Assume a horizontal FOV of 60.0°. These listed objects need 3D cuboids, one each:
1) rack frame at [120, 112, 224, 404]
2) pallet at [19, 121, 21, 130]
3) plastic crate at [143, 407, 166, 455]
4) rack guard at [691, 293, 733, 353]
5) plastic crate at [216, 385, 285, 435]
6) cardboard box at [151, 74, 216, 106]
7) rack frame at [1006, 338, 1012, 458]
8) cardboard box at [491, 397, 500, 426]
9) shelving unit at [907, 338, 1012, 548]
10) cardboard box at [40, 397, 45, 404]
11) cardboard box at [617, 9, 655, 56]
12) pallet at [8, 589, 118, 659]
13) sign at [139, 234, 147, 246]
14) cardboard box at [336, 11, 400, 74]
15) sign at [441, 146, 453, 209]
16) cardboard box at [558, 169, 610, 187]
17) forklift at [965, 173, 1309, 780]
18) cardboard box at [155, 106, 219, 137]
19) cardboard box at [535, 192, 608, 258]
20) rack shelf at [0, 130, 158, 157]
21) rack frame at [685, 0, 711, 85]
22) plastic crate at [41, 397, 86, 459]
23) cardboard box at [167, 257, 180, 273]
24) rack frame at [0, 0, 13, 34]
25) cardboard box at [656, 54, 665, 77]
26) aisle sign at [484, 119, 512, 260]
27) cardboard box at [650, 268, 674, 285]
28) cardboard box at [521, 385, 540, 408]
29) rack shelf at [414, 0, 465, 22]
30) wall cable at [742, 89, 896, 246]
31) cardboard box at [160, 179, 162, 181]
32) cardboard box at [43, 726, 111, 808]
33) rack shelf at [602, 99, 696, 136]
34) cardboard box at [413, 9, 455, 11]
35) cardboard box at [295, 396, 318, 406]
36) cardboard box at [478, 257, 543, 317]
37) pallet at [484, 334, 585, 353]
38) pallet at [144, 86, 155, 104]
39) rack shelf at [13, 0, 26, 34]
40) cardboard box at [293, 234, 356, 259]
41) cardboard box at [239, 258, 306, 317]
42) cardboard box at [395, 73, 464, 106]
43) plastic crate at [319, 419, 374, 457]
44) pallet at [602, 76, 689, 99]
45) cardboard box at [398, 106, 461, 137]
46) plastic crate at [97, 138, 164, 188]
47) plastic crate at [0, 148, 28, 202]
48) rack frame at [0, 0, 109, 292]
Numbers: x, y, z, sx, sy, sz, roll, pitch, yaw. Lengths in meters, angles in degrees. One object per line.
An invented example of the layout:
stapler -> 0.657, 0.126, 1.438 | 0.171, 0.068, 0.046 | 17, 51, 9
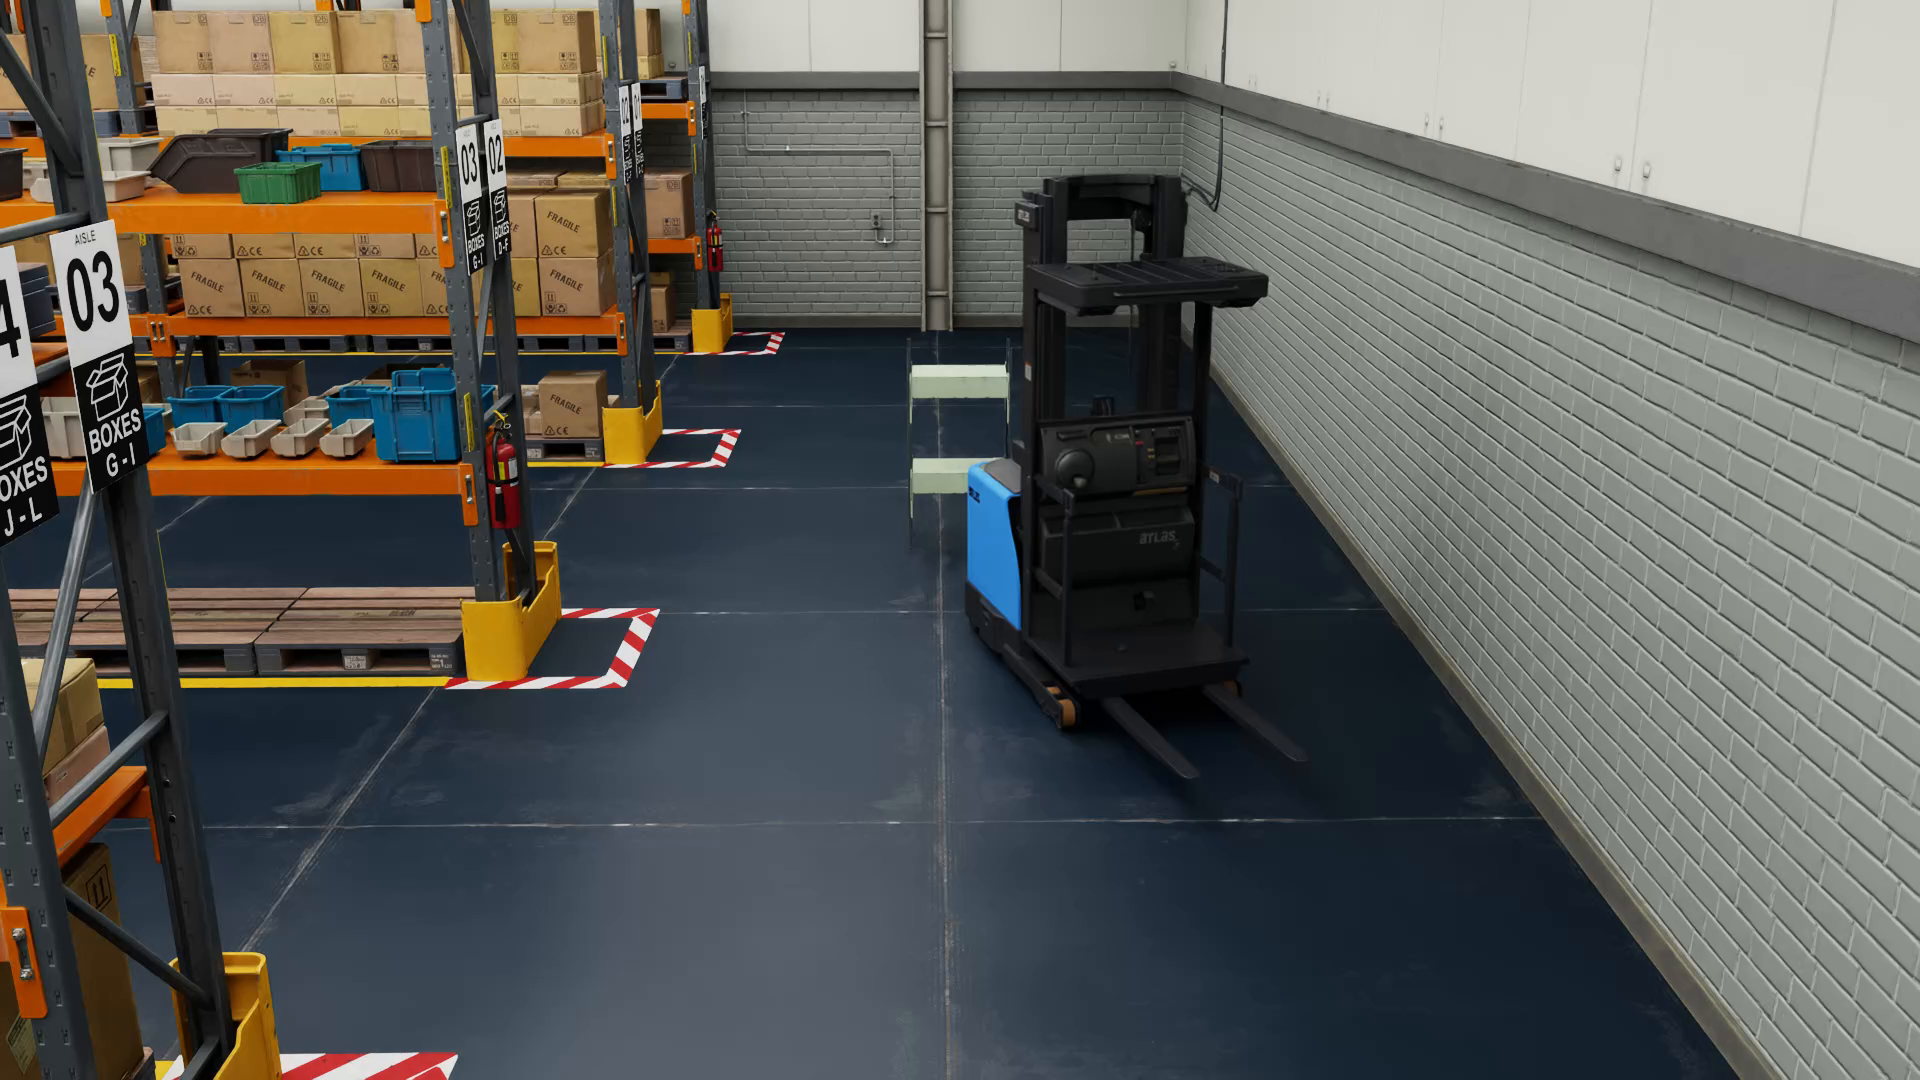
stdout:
rack frame -> -6.888, -2.253, 14.660 | 0.127, 3.000, 1.000 | 0, 18, -1
pallet -> -8.578, -3.604, 14.269 | 1.003, 0.211, 1.213 | 0, 18, -1
plastic crate -> -4.863, -0.620, 9.745 | 0.300, 0.233, 0.416 | 0, 18, -1
rack guard -> -2.946, -2.595, 19.818 | 0.348, 0.500, 1.175 | 0, 18, -1
plastic crate -> -4.382, -0.801, 10.310 | 0.300, 0.233, 0.416 | 0, 18, -1
cardboard box -> -6.398, -3.774, 13.919 | 0.500, 0.250, 0.500 | 0, 18, -1
rack frame -> 0.359, -0.716, 12.324 | 0.023, 1.500, 0.400 | 0, 18, -1
cardboard box -> -4.378, -1.099, 14.844 | 0.500, 0.250, 0.500 | 0, 18, -1
shelving unit -> -0.007, -0.714, 12.318 | 0.755, 1.500, 0.431 | 0, 18, -1
cardboard box -> -7.871, -1.182, 14.695 | 0.500, 0.500, 0.500 | 0, 18, -1
cardboard box -> -3.698, -5.660, 18.536 | 0.500, 0.500, 0.500 | 0, 18, -1
pallet -> -6.079, 0.572, 10.418 | 1.213, 0.211, 1.003 | 0, 18, -1
sign -> -6.875, -2.635, 13.955 | 0.005, 0.325, 0.100 | 0, 18, -1
cardboard box -> -4.903, -4.231, 14.115 | 0.500, 0.500, 0.700 | 0, 18, -1
sign -> -2.789, -1.970, 9.038 | 0.005, 0.325, 0.100 | 0, 18, -1
cardboard box -> -4.207, -3.915, 19.352 | 0.700, 0.700, 0.980 | 0, 18, -1
forklift -> 0.971, -0.481, 9.249 | 1.130, 2.935, 3.031 | -6, 19, -17
cardboard box -> -6.398, -3.536, 13.996 | 0.500, 0.250, 0.500 | 0, 18, -1
cardboard box -> -3.329, -2.710, 14.283 | 0.500, 0.500, 0.500 | 0, 18, -1
rack shelf -> -8.888, -3.329, 14.281 | 4.000, 0.370, 1.077 | 0, 18, -1
rack frame -> -2.970, -6.642, 18.520 | 0.127, 3.000, 1.000 | 0, 18, -1
plastic crate -> -5.284, -0.663, 9.800 | 0.530, 0.282, 0.437 | 0, 18, -1
cardboard box -> -9.356, -2.889, 19.473 | 0.750, 0.750, 0.750 | 0, 18, -1
rack frame -> -10.969, -6.603, 18.400 | 0.127, 3.000, 1.000 | 0, 18, -1
cardboard box -> -3.704, -5.461, 19.144 | 0.500, 0.250, 0.500 | 1, 18, 2
aisle sign -> -2.747, -2.088, 9.891 | 0.004, 0.787, 0.394 | 0, 18, -1
cardboard box -> -3.547, -3.131, 19.741 | 0.250, 0.149, 0.380 | 0, 18, 0
cardboard box -> -3.936, -1.254, 15.327 | 0.500, 0.250, 0.500 | 0, 18, -1
rack shelf -> -4.814, -3.073, 9.228 | 4.000, 0.370, 1.077 | 0, 18, -1
wall cable -> -1.705, -4.564, 20.201 | 1.851, 1.984, 0.084 | 0, 18, -1
cardboard box -> -8.964, -4.237, 18.933 | 0.500, 0.250, 0.500 | -1, 18, -2
cardboard box -> -3.096, 0.774, 5.635 | 0.250, 0.149, 0.380 | 0, 18, 0
rack shelf -> -4.970, -4.861, 19.058 | 4.000, 0.370, 1.077 | 0, 18, -1
cardboard box -> -5.739, -5.649, 18.504 | 0.500, 0.500, 0.500 | -1, 18, -2
cardboard box -> -5.949, -1.214, 15.369 | 0.250, 0.149, 0.380 | 0, 18, -1
cardboard box -> -3.850, -2.231, 14.428 | 0.500, 0.500, 0.500 | 0, 18, 0
pallet -> -4.985, -2.424, 19.760 | 1.213, 0.211, 1.003 | 0, 18, -1
pallet -> -9.208, -5.110, 18.966 | 1.213, 0.211, 1.003 | 1, 18, 2
rack shelf -> -4.735, -1.561, 4.513 | 4.000, 0.370, 1.077 | 0, 18, -1
cardboard box -> -5.382, -2.698, 14.246 | 0.500, 0.500, 0.500 | -1, 18, -2
cardboard box -> -5.862, -2.223, 14.403 | 0.500, 0.500, 0.500 | 0, 18, 0
cardboard box -> -4.398, -3.783, 13.946 | 0.500, 0.250, 0.500 | 0, 18, -1
plastic crate -> -3.626, -0.603, 9.850 | 0.243, 0.136, 0.396 | 0, 18, -1
pallet -> -3.712, -5.164, 18.970 | 1.213, 0.211, 1.003 | 0, 18, -1
cardboard box -> -4.398, -3.541, 14.009 | 0.500, 0.250, 0.500 | 0, 18, -1
plastic crate -> -5.035, -2.215, 9.824 | 0.530, 0.282, 0.437 | 0, 18, -1
plastic crate -> -5.567, -2.028, 9.263 | 0.590, 0.269, 0.497 | 0, 18, -1
rack frame -> -2.736, -2.103, 4.372 | 0.127, 3.000, 1.000 | 0, 18, -1
